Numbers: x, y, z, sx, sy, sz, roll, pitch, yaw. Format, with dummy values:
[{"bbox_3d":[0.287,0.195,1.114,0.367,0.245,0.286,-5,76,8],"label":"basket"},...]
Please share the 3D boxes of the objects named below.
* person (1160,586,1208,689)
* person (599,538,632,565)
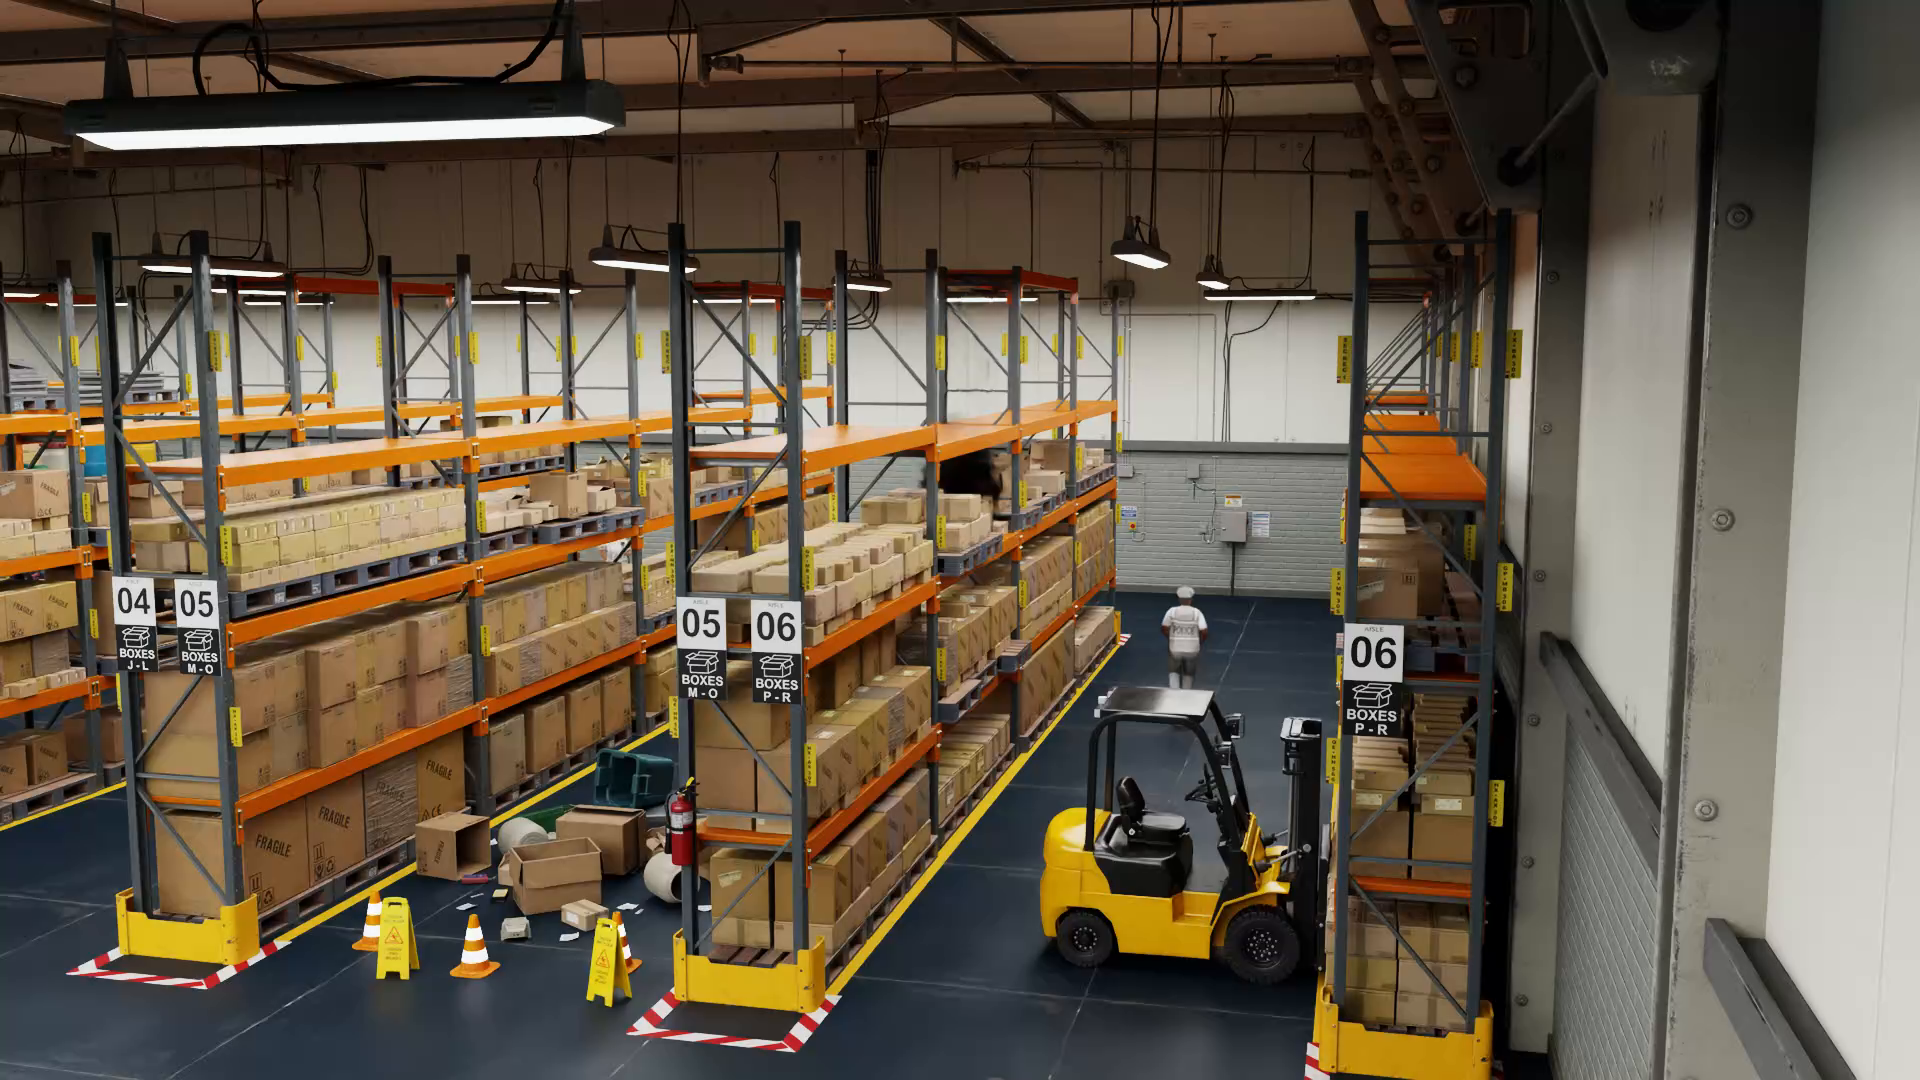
[{"bbox_3d":[3.097,1.504,22.985,0.648,1.737,0.554,1,7,11],"label":"person"},{"bbox_3d":[-6.419,0.567,31.131,0.603,1.725,0.731,-3,8,-24],"label":"person"}]
